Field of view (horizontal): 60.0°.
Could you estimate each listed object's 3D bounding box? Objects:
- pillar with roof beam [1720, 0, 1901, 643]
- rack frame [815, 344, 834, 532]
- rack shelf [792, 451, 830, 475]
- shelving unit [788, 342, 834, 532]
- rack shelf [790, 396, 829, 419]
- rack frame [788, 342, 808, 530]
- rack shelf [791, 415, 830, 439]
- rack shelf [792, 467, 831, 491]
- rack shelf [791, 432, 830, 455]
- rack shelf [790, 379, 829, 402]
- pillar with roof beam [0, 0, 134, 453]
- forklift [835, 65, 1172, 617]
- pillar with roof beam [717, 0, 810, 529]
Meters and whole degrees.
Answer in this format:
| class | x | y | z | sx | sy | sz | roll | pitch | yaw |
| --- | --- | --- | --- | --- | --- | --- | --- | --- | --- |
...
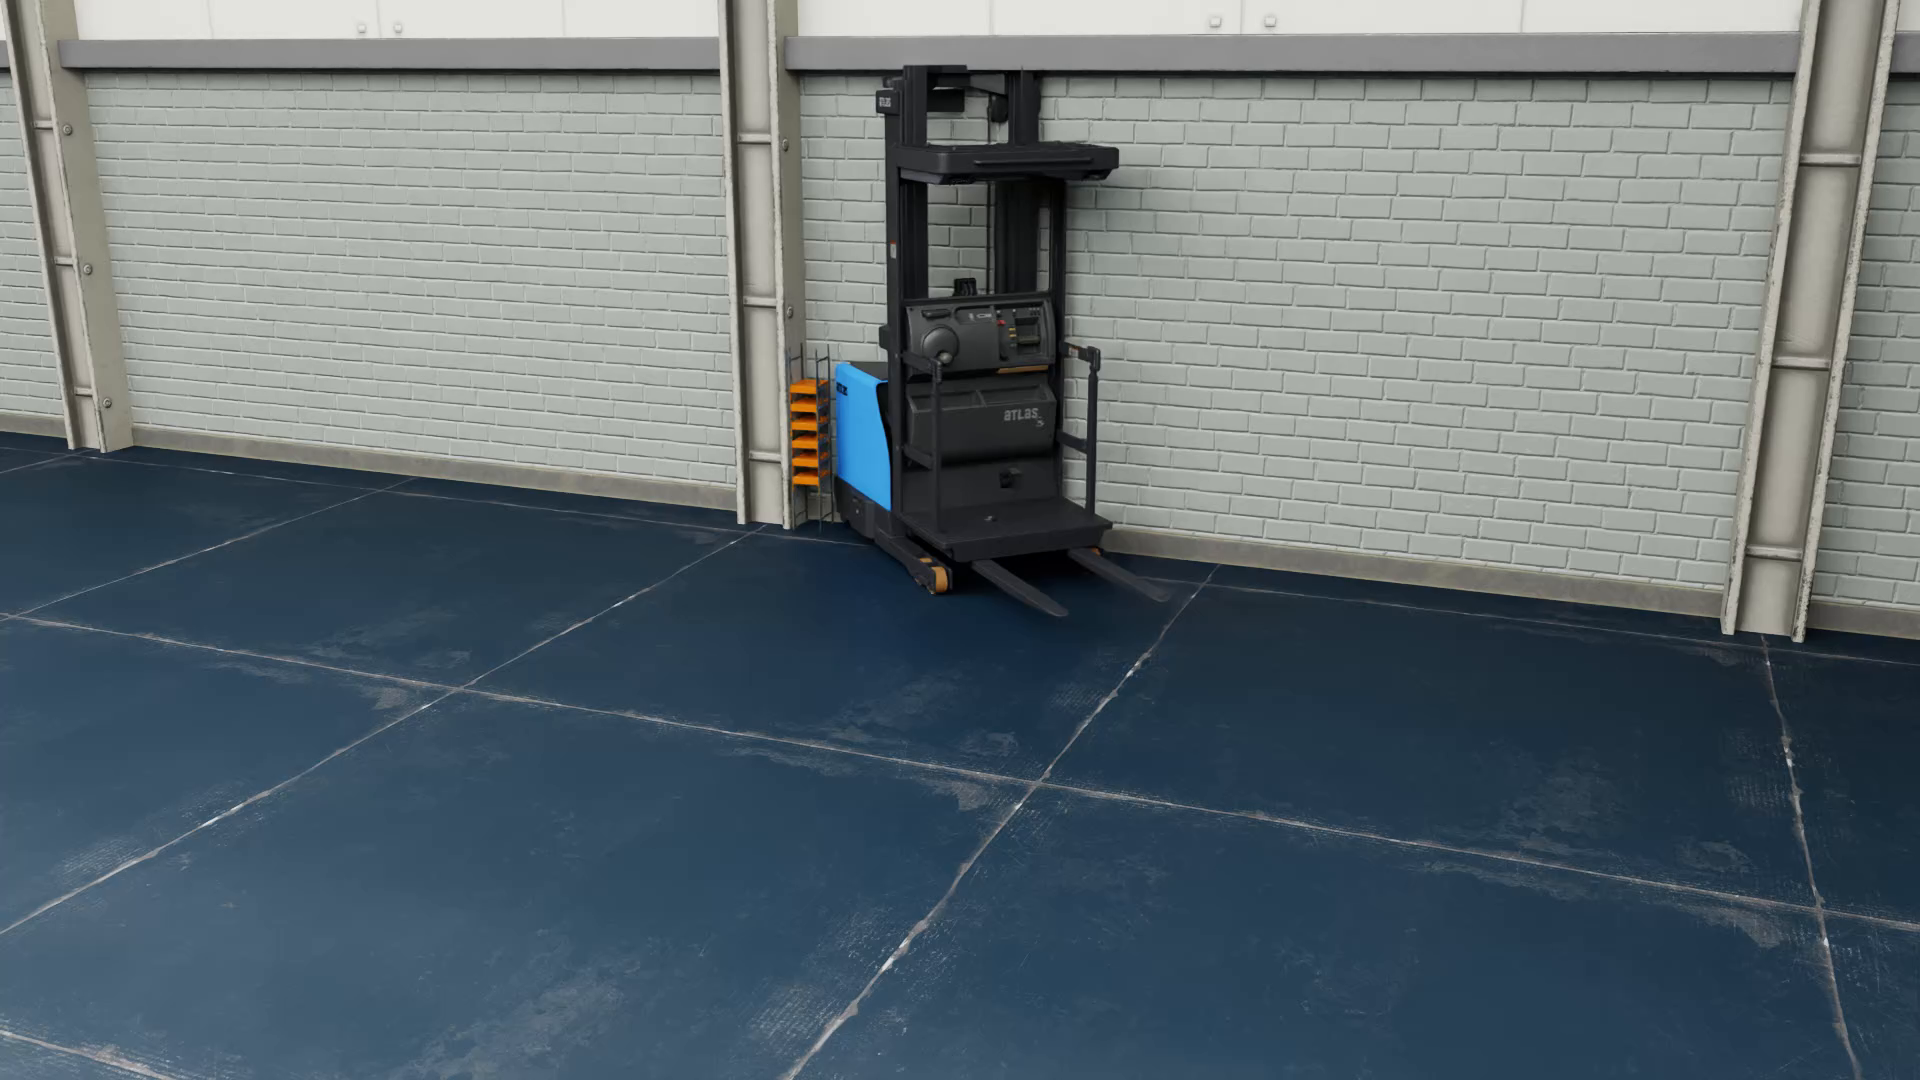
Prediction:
| class | x | y | z | sx | sy | sz | roll | pitch | yaw |
| --- | --- | --- | --- | --- | --- | --- | --- | --- | --- |
| pillar with roof beam | 2.761 | -2.721 | 3.907 | 0.400 | 9.000 | 9.100 | 6 | 17 | 21 |
| rack frame | -0.878 | -0.658 | 10.785 | 0.006 | 1.200 | 0.240 | 4 | 17 | 15 |
| rack shelf | -0.965 | -0.507 | 10.855 | 0.180 | 0.103 | 0.258 | 4 | 17 | 15 |
| shelving unit | -0.966 | -0.665 | 10.809 | 0.189 | 1.200 | 0.258 | 4 | 17 | 15 |
| rack shelf | -0.966 | -0.853 | 10.756 | 0.180 | 0.103 | 0.258 | 4 | 17 | 15 |
| rack frame | -1.054 | -0.672 | 10.834 | 0.006 | 1.200 | 0.240 | 4 | 17 | 15 |
| rack shelf | -0.966 | -0.738 | 10.789 | 0.180 | 0.103 | 0.258 | 4 | 17 | 15 |
| rack shelf | -0.965 | -0.392 | 10.888 | 0.180 | 0.103 | 0.258 | 4 | 17 | 15 |
| rack shelf | -0.966 | -0.622 | 10.822 | 0.180 | 0.103 | 0.258 | 4 | 17 | 15 |
| rack shelf | -0.966 | -0.968 | 10.723 | 0.180 | 0.103 | 0.258 | 4 | 17 | 15 |
| pillar with roof beam | -8.402 | -3.949 | 8.136 | 0.400 | 9.000 | 9.100 | 6 | 17 | 21 |
| forklift | 0.216 | -1.226 | 9.640 | 1.130 | 2.935 | 3.031 | -7 | 18 | -22 |
| pillar with roof beam | -2.821 | -3.335 | 6.022 | 0.400 | 9.000 | 9.100 | 6 | 17 | 21 |
